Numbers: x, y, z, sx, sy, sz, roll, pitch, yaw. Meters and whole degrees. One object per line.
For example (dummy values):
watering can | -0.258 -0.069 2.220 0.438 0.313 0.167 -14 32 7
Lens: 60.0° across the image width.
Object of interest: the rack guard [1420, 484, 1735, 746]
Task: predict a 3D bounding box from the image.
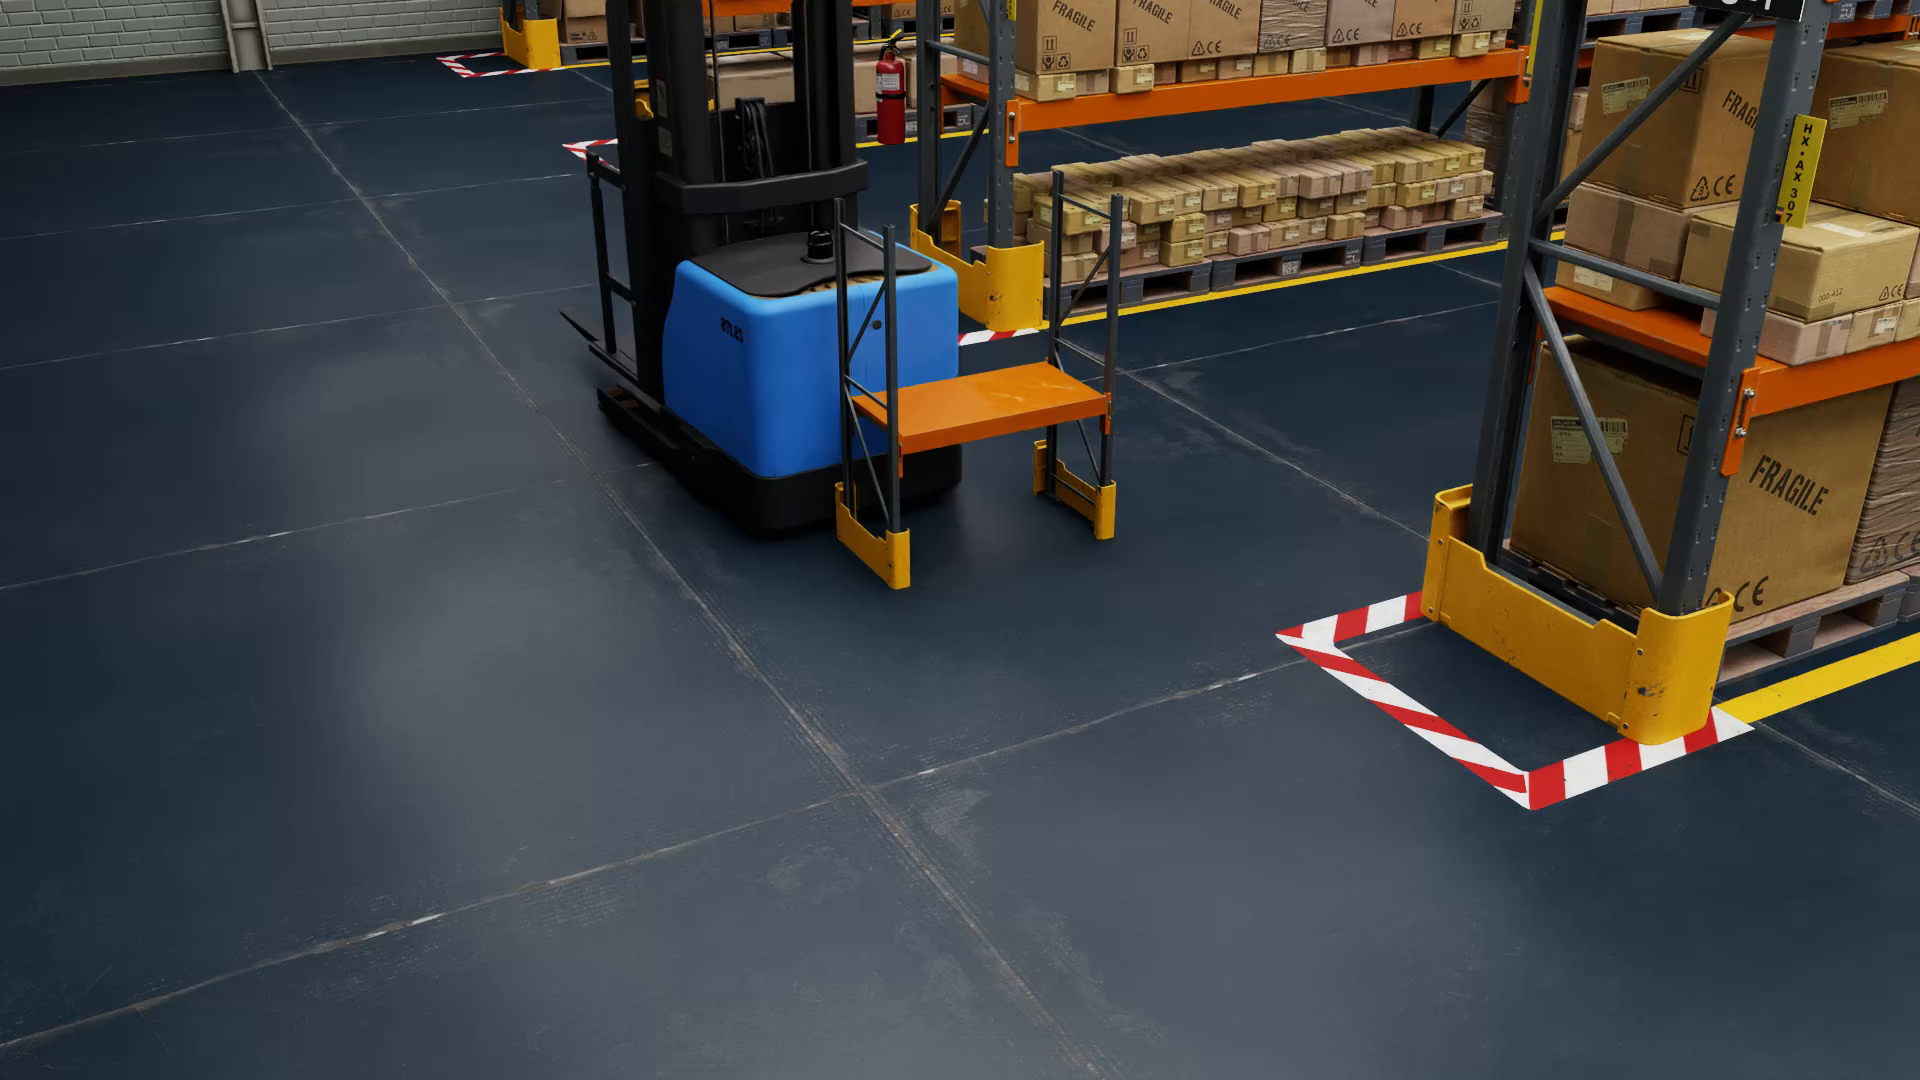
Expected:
rack guard | 2.245 0.240 6.174 0.348 0.500 1.175 -13 29 -25

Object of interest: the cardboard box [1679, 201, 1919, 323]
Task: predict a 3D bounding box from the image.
cardboard box | 2.817 -0.953 5.600 0.500 0.250 0.500 -14 29 -26

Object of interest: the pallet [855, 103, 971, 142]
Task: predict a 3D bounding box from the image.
pallet | -0.653 -3.859 15.044 1.213 0.211 1.003 -13 29 -25

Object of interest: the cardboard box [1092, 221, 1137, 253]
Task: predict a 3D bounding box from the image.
cardboard box | 0.873 -1.888 10.182 0.250 0.149 0.380 -13 29 -25

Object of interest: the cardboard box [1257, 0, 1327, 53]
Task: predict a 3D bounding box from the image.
cardboard box | 1.893 -3.292 10.182 0.500 0.500 0.500 -14 29 -26

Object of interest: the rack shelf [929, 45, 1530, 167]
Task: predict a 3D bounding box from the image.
rack shelf | 1.786 -2.890 10.635 4.000 0.370 1.077 -13 29 -25

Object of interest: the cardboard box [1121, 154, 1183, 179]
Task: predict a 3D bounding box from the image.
cardboard box | 1.256 -2.419 10.944 0.250 0.149 0.380 -12 28 -23

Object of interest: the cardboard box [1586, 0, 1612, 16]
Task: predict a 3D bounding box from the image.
cardboard box | 4.115 -3.602 11.092 0.250 0.149 0.380 -14 29 -28

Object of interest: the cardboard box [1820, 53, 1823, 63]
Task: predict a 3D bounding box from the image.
cardboard box | 6.601 -3.598 12.814 0.500 0.250 0.500 -14 29 -26

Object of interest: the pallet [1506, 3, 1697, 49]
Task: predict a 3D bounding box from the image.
pallet | 4.294 -3.635 11.578 1.213 0.211 1.003 -13 29 -25

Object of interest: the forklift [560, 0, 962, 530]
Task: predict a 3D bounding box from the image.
forklift | -1.198 -1.959 7.945 1.130 2.935 3.031 -15 30 -28

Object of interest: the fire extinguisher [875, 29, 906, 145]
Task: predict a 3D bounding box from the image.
fire extinguisher | -0.418 -2.729 9.989 0.183 0.674 0.296 -13 29 -25

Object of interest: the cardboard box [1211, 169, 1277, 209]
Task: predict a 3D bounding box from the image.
cardboard box | 1.796 -2.232 10.554 0.250 0.149 0.380 -13 28 -24

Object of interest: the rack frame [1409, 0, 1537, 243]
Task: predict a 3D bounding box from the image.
rack frame | 3.551 -3.622 11.328 0.127 3.000 1.000 -13 29 -25

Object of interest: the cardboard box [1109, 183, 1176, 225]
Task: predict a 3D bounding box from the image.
cardboard box | 1.113 -2.061 10.198 0.250 0.149 0.380 -13 29 -25

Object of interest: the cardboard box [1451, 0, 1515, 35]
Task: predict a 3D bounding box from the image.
cardboard box | 3.257 -3.595 10.812 0.500 0.500 0.500 -13 29 -25

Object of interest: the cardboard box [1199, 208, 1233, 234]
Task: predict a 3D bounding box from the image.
cardboard box | 1.514 -2.073 10.567 0.250 0.149 0.380 -14 29 -28

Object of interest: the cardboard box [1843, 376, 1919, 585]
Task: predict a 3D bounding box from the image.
cardboard box | 3.597 -0.470 6.733 0.875 0.875 0.875 -13 29 -25

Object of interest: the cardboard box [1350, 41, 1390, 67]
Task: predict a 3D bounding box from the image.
cardboard box | 2.505 -3.125 10.584 0.250 0.149 0.380 -14 29 -27

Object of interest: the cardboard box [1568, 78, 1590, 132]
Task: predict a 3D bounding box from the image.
cardboard box | 4.328 -3.072 11.719 0.500 0.250 0.500 -14 29 -27

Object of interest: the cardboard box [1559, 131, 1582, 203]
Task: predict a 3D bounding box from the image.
cardboard box | 4.328 -2.733 11.880 0.500 0.500 0.500 -12 28 -23

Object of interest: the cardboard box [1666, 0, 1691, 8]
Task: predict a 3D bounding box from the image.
cardboard box | 4.802 -3.761 11.423 0.250 0.149 0.380 -13 28 -25

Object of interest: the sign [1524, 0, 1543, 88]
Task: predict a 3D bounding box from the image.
sign | 2.023 -1.731 5.778 0.005 0.325 0.100 -13 29 -25

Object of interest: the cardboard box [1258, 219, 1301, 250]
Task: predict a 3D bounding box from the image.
cardboard box | 1.993 -2.016 10.792 0.250 0.149 0.380 -13 29 -25

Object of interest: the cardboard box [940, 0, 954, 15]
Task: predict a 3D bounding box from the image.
cardboard box | -0.208 -6.574 19.879 0.500 0.500 0.500 -13 29 -26

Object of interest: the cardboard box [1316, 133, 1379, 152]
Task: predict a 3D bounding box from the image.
cardboard box | 2.679 -2.699 11.528 0.250 0.149 0.380 -13 29 -26

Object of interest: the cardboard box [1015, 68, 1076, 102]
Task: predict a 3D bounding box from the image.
cardboard box | 0.462 -2.635 9.562 0.250 0.149 0.380 -13 29 -26

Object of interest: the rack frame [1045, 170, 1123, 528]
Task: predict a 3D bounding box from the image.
rack frame | 0.524 -0.797 7.177 0.032 1.500 0.500 -13 29 -25

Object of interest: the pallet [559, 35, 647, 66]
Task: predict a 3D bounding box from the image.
pallet | -3.966 -5.493 18.447 1.213 0.211 1.003 -13 29 -25

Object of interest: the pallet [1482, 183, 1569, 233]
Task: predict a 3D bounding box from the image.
pallet | 4.237 -2.524 12.263 1.213 0.211 1.003 -13 29 -25

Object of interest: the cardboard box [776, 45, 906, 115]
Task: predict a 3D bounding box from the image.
cardboard box | -1.058 -4.073 14.744 0.875 0.438 0.875 -12 28 -24

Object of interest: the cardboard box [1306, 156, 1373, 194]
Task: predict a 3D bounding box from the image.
cardboard box | 2.476 -2.388 10.880 0.250 0.149 0.380 -15 29 -28

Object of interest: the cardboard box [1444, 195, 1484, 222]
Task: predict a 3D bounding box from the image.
cardboard box | 3.366 -2.316 11.417 0.250 0.149 0.380 -13 28 -24

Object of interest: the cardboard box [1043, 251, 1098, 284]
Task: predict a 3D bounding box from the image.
cardboard box | 0.635 -1.696 10.125 0.250 0.149 0.380 -12 28 -24

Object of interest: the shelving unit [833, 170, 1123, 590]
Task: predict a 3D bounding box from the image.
shelving unit | 0.067 -0.692 6.958 1.083 1.500 0.587 -13 29 -25

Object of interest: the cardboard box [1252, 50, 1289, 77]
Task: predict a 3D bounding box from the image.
cardboard box | 1.814 -2.972 10.264 0.250 0.149 0.380 -12 28 -23

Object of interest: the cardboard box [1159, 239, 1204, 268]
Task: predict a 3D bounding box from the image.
cardboard box | 1.320 -1.844 10.433 0.250 0.149 0.380 -13 28 -24

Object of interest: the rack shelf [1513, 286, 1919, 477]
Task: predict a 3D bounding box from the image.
rack shelf | 4.031 -0.975 6.647 4.000 0.370 1.077 -13 29 -25

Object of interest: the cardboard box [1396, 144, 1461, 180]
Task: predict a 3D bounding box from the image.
cardboard box | 3.153 -2.555 11.227 0.250 0.149 0.380 -13 28 -24

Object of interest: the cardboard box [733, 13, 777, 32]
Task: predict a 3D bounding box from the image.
cardboard box | -2.463 -6.093 18.878 0.500 0.500 0.700 -14 29 -27

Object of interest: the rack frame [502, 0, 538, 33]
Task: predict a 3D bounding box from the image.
rack frame | -4.736 -6.572 17.472 0.127 3.000 1.000 -13 29 -25

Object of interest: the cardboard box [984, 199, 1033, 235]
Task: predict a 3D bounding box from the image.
cardboard box | 0.353 -2.062 10.544 0.250 0.149 0.380 -14 29 -26

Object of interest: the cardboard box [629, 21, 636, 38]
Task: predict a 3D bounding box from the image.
cardboard box | -3.758 -5.636 18.332 0.250 0.149 0.380 -14 29 -27

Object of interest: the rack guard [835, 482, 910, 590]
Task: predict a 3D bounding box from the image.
rack guard | -0.372 -0.027 7.017 0.087 0.250 0.587 -13 29 -25

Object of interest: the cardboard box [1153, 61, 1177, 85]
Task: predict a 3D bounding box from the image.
cardboard box | 1.094 -2.842 9.993 0.250 0.149 0.380 -12 28 -23

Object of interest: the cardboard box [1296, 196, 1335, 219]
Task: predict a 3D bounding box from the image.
cardboard box | 2.233 -2.233 10.901 0.250 0.149 0.380 -14 29 -28

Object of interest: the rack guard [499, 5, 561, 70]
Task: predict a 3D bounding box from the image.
rack guard | -4.669 -5.460 18.045 0.348 0.500 1.175 -13 29 -25

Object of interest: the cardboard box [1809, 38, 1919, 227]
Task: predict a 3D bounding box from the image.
cardboard box | 3.258 -1.393 5.649 0.500 0.500 0.500 -14 29 -26

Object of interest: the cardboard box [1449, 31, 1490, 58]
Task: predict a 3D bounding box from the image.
cardboard box | 3.233 -3.267 10.879 0.250 0.149 0.380 -14 29 -26

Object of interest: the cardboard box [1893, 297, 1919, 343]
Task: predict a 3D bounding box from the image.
cardboard box | 3.187 -0.830 5.804 0.250 0.149 0.380 -14 29 -26

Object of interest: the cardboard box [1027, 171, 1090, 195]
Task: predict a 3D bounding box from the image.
cardboard box | 0.618 -2.213 10.515 0.250 0.149 0.380 -12 28 -24

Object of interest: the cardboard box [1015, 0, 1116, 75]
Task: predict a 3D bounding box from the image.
cardboard box | 0.548 -2.972 9.516 0.500 0.500 0.500 -12 28 -23

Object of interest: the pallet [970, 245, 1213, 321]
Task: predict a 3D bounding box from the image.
pallet | 0.822 -1.717 10.583 1.213 0.211 1.003 -13 29 -25

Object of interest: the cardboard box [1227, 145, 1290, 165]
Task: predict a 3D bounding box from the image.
cardboard box | 1.995 -2.530 11.175 0.250 0.149 0.380 -14 29 -27

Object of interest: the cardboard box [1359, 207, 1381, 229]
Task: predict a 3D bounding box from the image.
cardboard box | 2.605 -2.209 11.194 0.250 0.149 0.380 -14 29 -26

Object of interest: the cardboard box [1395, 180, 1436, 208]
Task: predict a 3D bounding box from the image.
cardboard box | 2.962 -2.353 11.151 0.250 0.149 0.380 -14 29 -27
